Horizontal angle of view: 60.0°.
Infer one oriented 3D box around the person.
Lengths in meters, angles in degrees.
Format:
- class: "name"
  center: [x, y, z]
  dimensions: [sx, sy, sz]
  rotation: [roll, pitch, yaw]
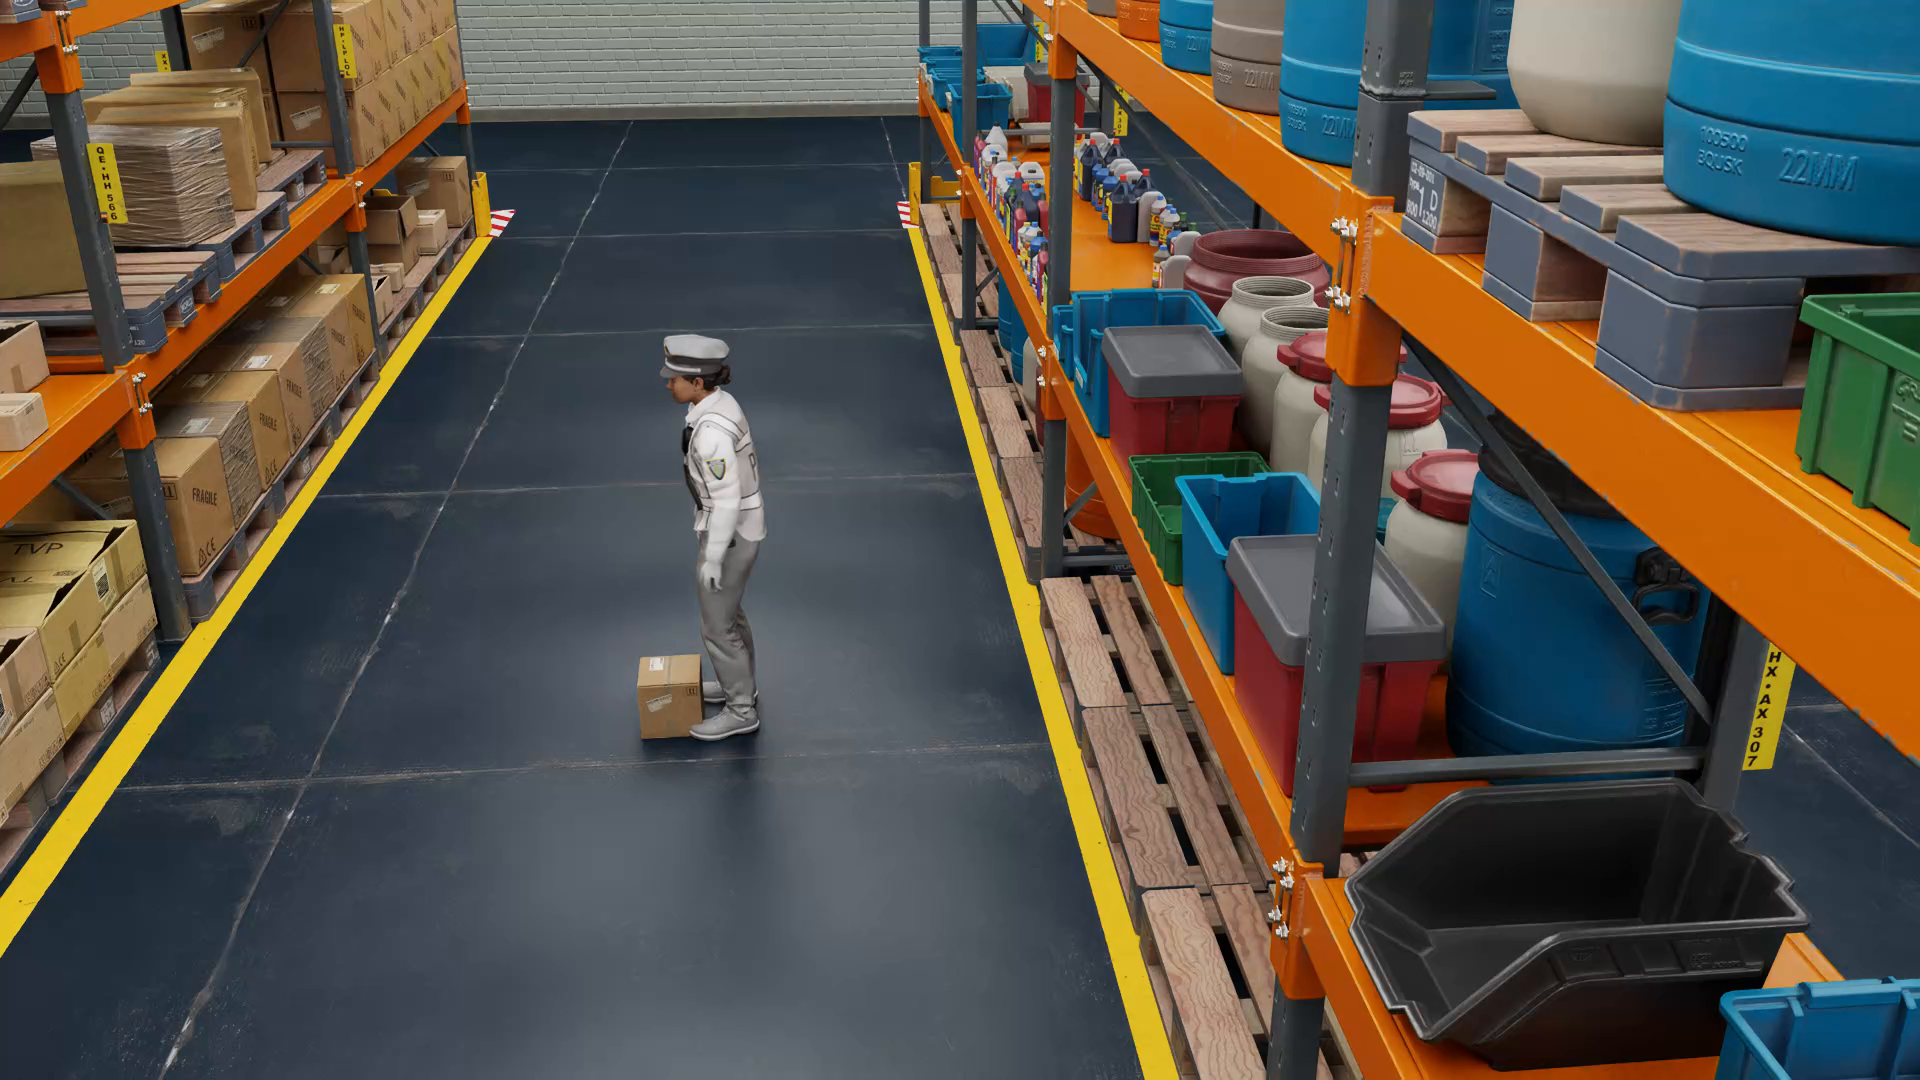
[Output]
- class: "person"
  center: [-0.955, -0.009, 6.613]
  dimensions: [0.369, 1.667, 0.547]
  rotation: [-3, 24, -8]
